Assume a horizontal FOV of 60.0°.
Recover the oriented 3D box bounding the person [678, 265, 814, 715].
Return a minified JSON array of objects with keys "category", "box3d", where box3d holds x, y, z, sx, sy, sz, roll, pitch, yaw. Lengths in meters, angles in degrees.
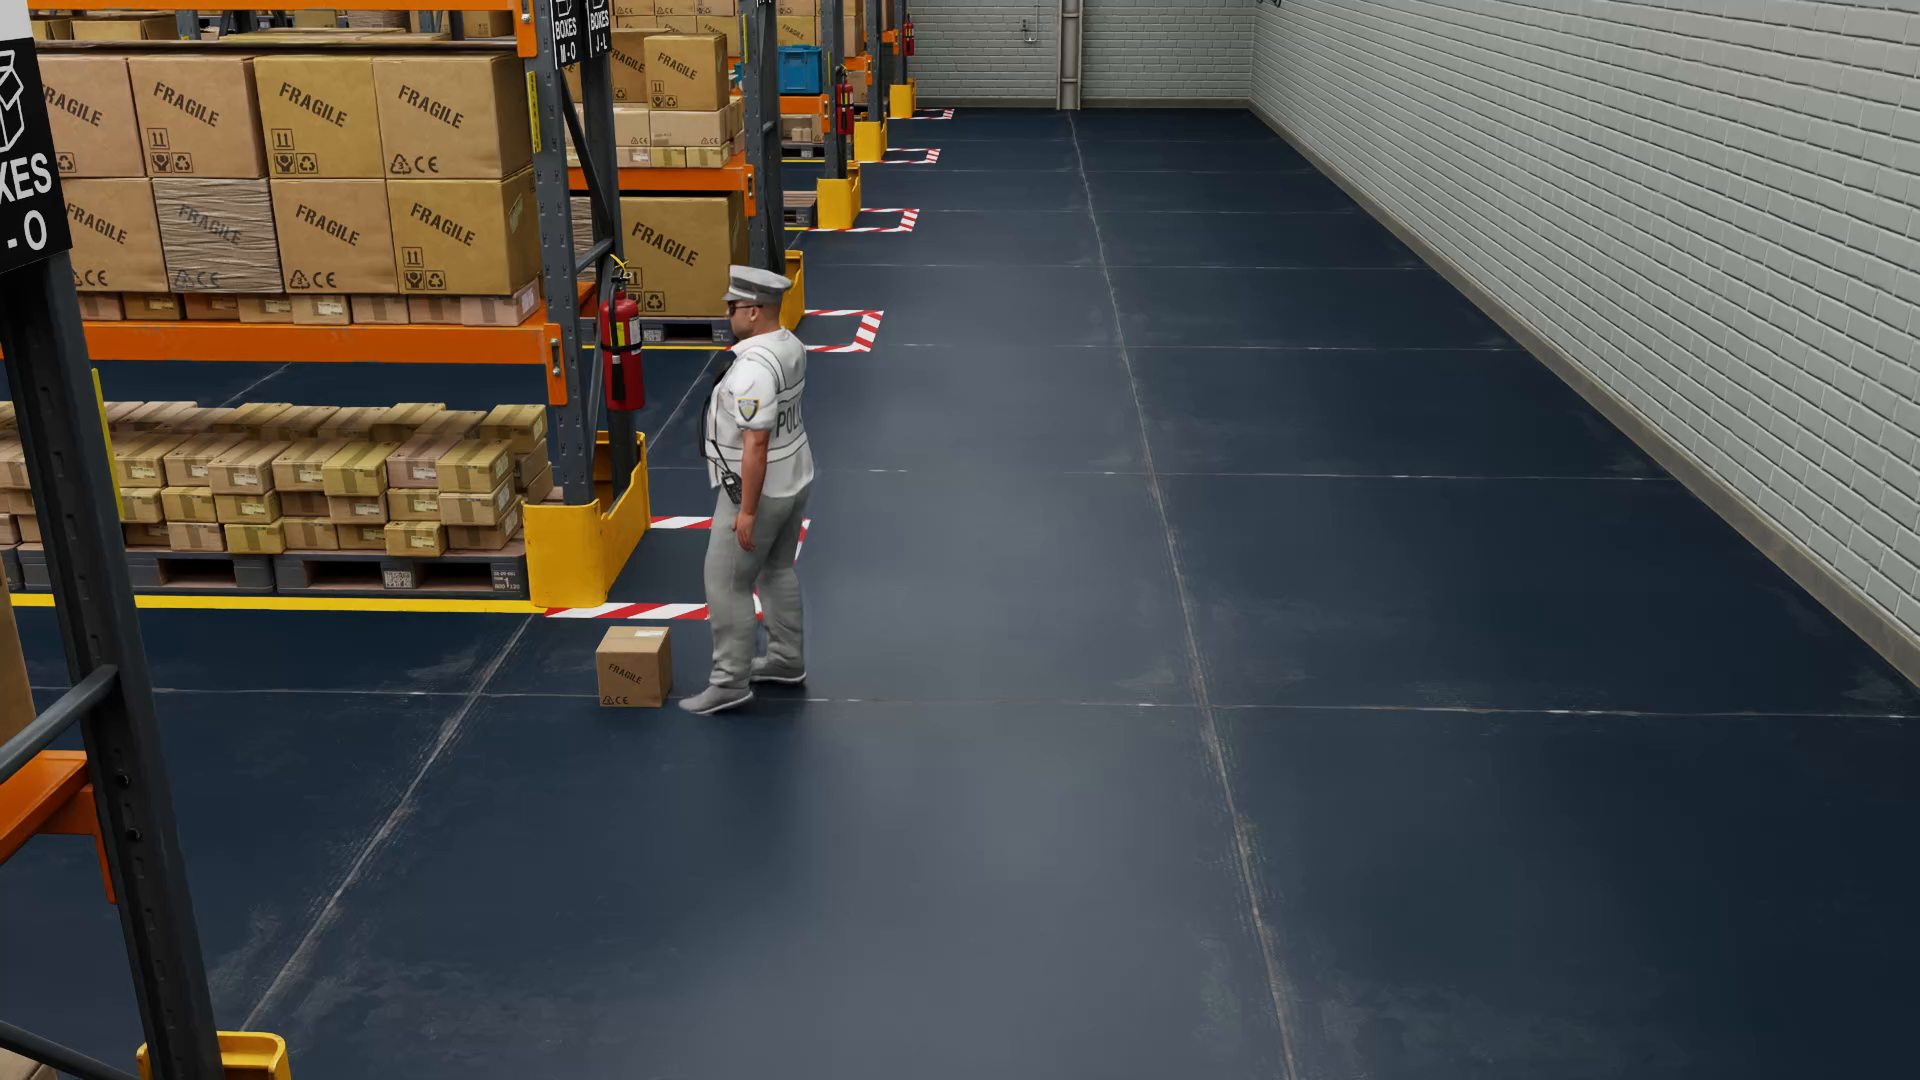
[{"category":"person","box3d":[-0.848,-0.194,6.583,0.514,1.808,0.577,5,21,14]}]
